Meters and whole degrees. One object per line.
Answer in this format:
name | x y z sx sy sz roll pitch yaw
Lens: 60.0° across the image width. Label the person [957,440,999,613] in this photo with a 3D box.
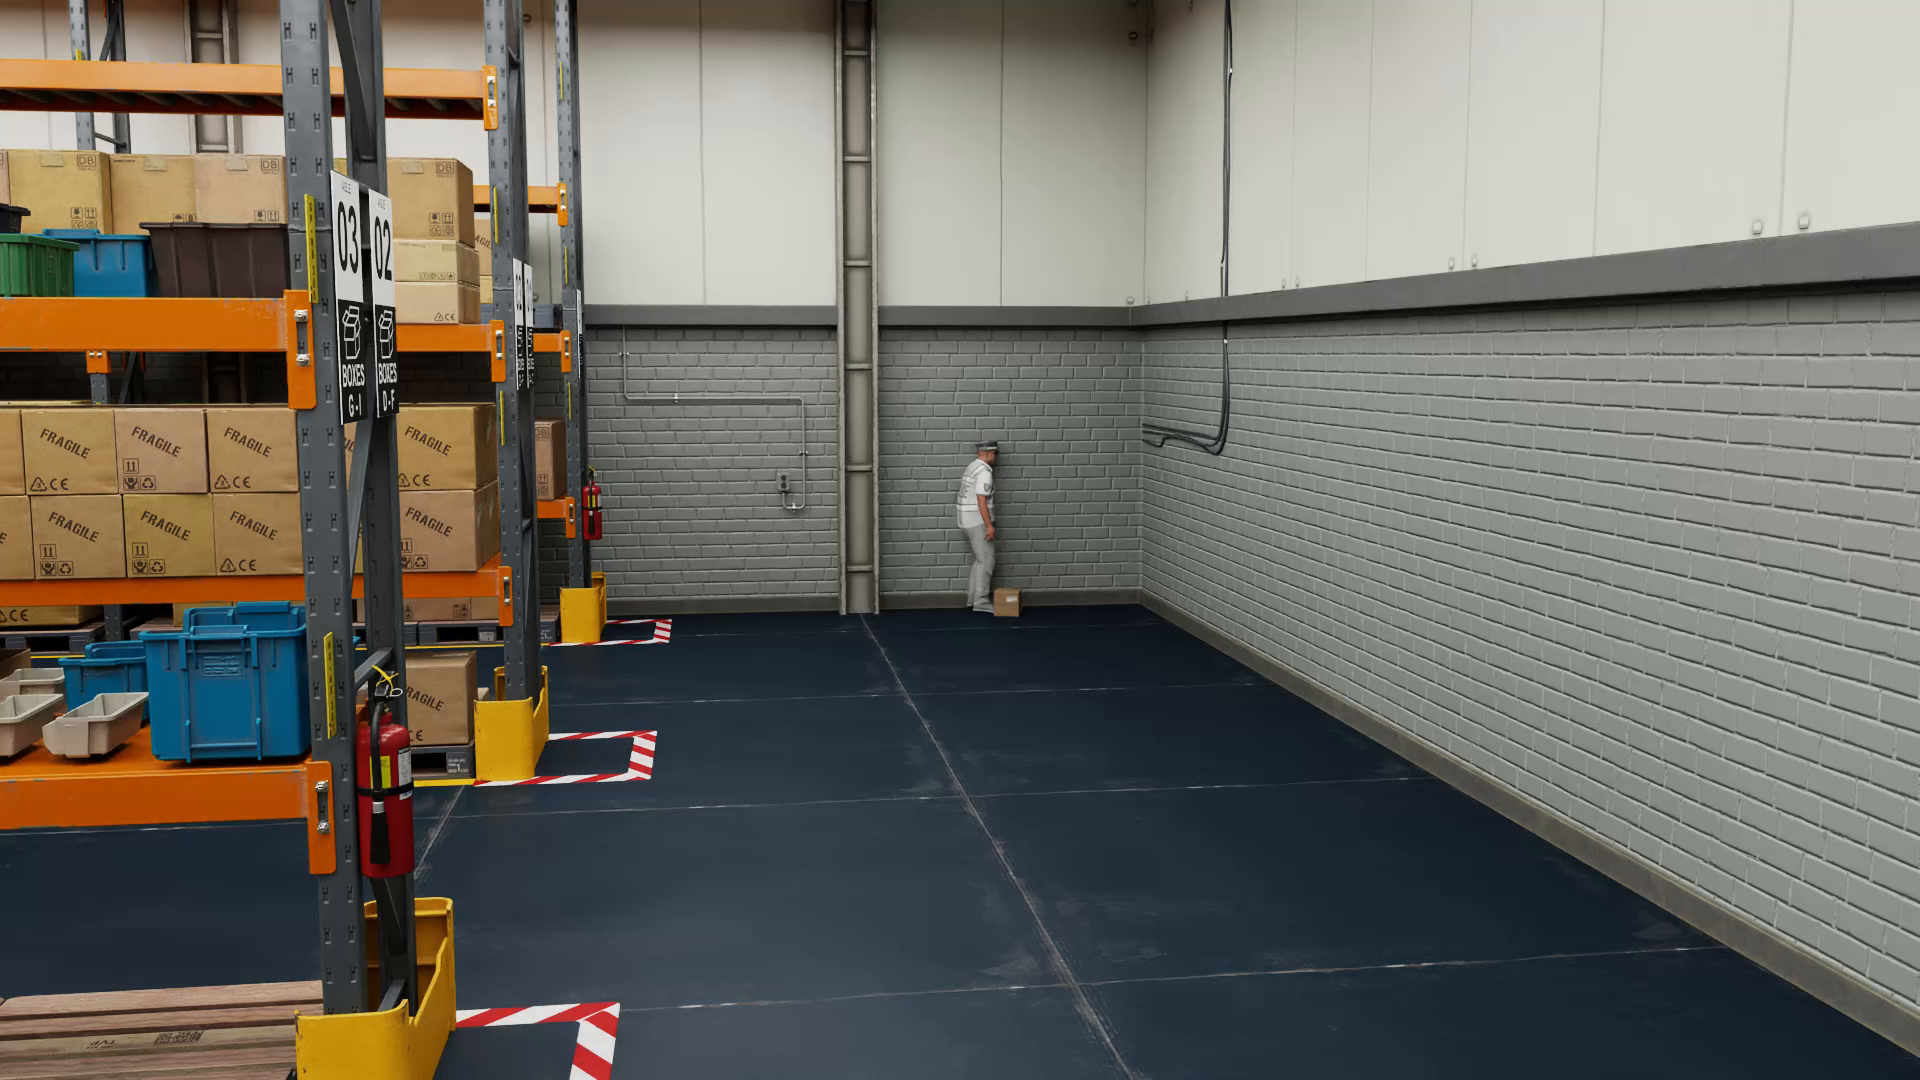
person | 0.202 -0.153 17.041 0.440 1.747 0.601 -1 7 -12
